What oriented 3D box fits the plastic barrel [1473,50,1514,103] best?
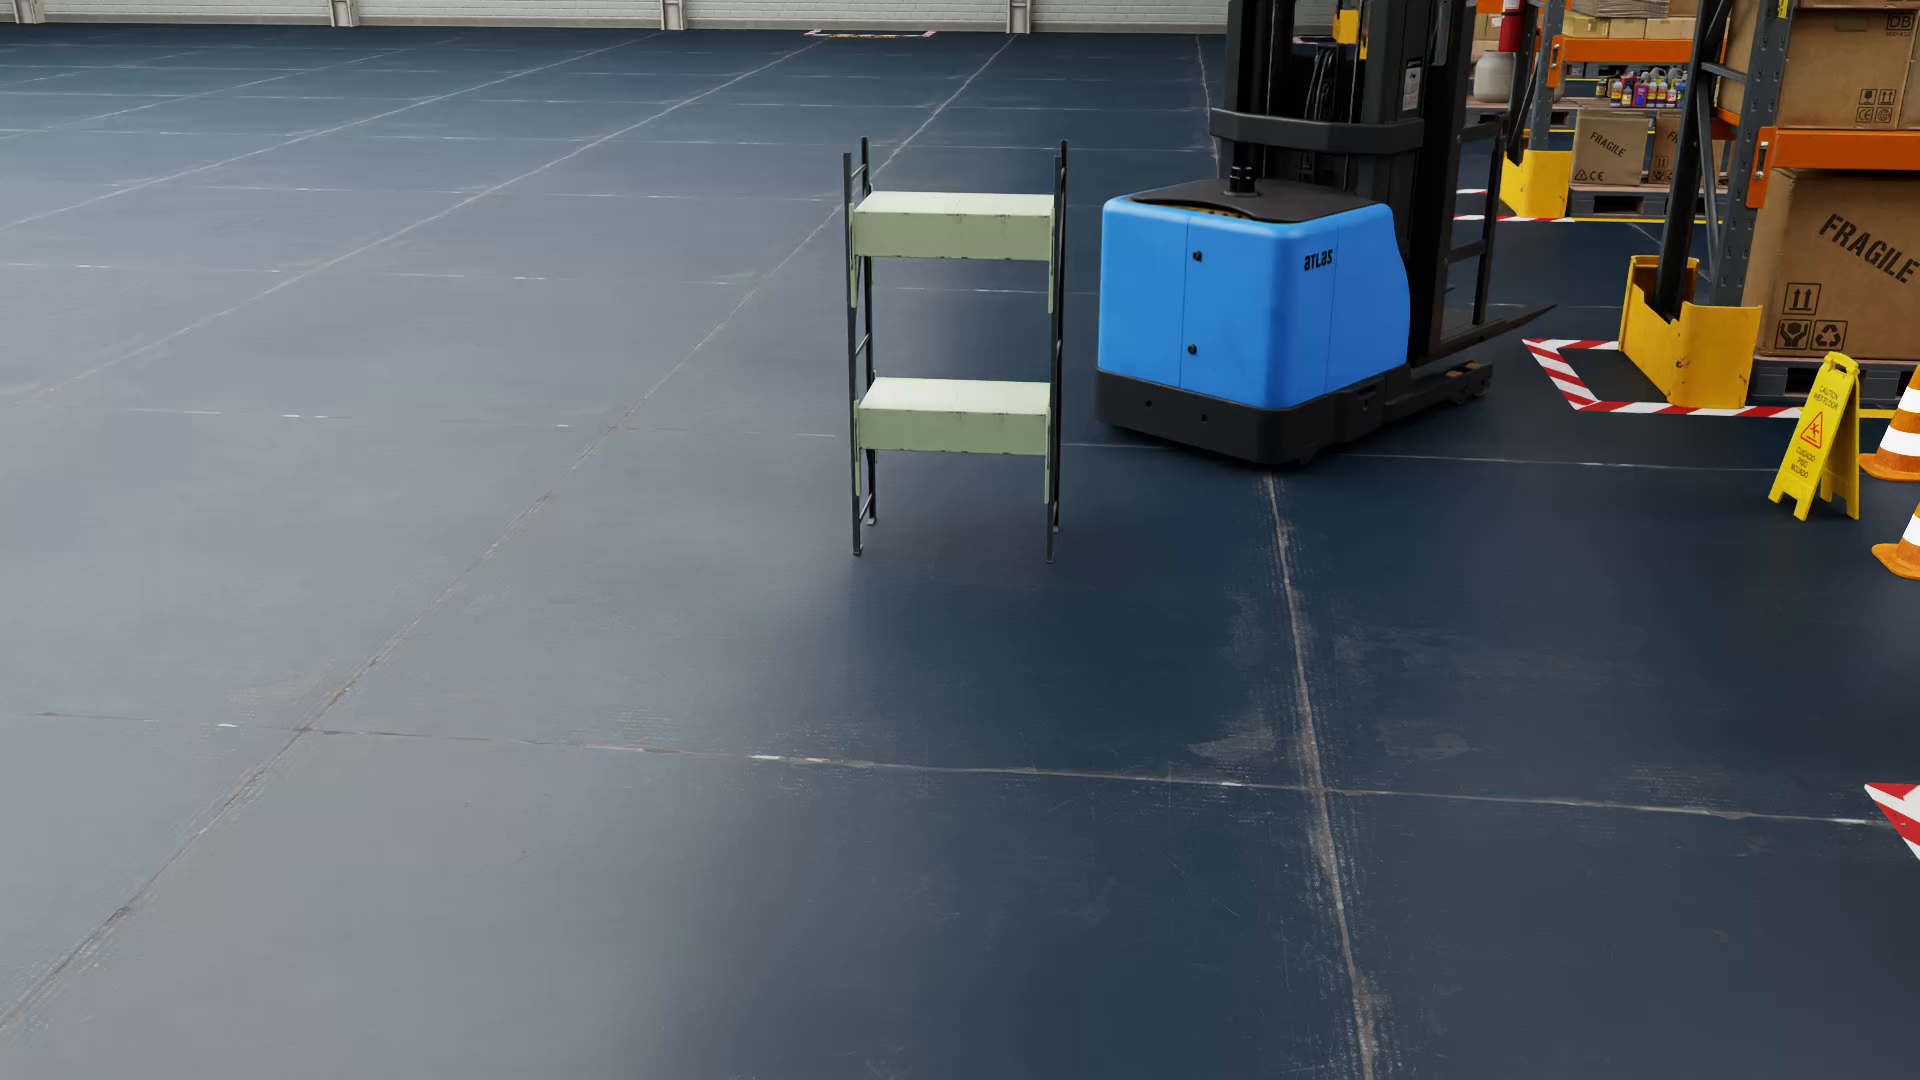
[{"bbox_3d":[5.657,-4.895,17.555,0.421,0.512,0.421,0,22,0],"label":"plastic barrel"}]

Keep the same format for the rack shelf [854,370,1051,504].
[{"bbox_3d":[-0.007,-0.395,6.285,0.720,0.370,0.431,2,22,6],"label":"rack shelf"}]

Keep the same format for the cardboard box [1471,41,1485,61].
[{"bbox_3d":[6.584,-6.458,21.863,0.500,0.250,0.500,2,22,6],"label":"cardboard box"}]

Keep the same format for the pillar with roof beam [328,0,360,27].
[{"bbox_3d":[-11.424,-11.757,23.939,0.400,9.000,9.100,2,22,6],"label":"pillar with roof beam"}]

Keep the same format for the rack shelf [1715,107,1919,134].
[{"bbox_3d":[5.713,-1.946,7.897,3.809,0.052,0.919,2,22,6],"label":"rack shelf"}]

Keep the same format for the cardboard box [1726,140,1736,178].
[{"bbox_3d":[6.247,-3.001,12.781,0.500,0.500,0.500,5,22,11],"label":"cardboard box"}]

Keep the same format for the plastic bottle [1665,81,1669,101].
[{"bbox_3d":[7.449,-4.763,17.615,0.097,0.201,0.097,0,22,0],"label":"plastic bottle"}]

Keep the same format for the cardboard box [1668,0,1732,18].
[{"bbox_3d":[5.465,-4.222,12.499,0.500,0.500,0.875,2,22,6],"label":"cardboard box"}]

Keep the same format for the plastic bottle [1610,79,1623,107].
[{"bbox_3d":[6.758,-4.601,17.110,0.097,0.271,0.097,0,22,0],"label":"plastic bottle"}]

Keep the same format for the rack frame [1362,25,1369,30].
[{"bbox_3d":[7.038,-8.126,26.708,1.213,0.211,1.003,2,22,6],"label":"rack frame"}]

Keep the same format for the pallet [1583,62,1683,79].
[{"bbox_3d":[8.768,-6.246,21.951,1.213,0.211,1.003,2,22,6],"label":"pallet"}]

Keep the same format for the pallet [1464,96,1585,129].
[{"bbox_3d":[5.881,-4.537,17.630,1.213,0.211,1.003,2,22,6],"label":"pallet"}]

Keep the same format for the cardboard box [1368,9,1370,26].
[{"bbox_3d":[6.837,-8.366,26.580,0.500,0.311,0.500,0,22,0],"label":"cardboard box"}]

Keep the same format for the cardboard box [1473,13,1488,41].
[{"bbox_3d":[9.523,-6.671,21.382,6.424,0.500,0.536,2,22,6],"label":"cardboard box"}]

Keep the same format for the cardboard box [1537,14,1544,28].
[{"bbox_3d":[7.577,-6.761,21.610,0.500,0.500,0.500,2,22,6],"label":"cardboard box"}]

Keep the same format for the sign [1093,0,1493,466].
[{"bbox_3d":[1.594,-1.933,7.485,2.025,2.768,2.177,2,22,6],"label":"sign"}]

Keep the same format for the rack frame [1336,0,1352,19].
[{"bbox_3d":[5.579,-8.976,21.245,0.127,5.808,10.885,2,22,6],"label":"rack frame"}]

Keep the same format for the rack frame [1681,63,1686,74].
[{"bbox_3d":[9.553,-7.493,21.312,0.127,3.000,1.000,2,22,6],"label":"rack frame"}]

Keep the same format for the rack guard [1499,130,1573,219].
[{"bbox_3d":[4.487,-2.883,13.053,0.348,0.500,1.175,2,22,6],"label":"rack guard"}]

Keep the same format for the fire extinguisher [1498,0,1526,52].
[{"bbox_3d":[4.352,-4.186,13.054,0.183,0.674,0.296,2,22,6],"label":"fire extinguisher"}]

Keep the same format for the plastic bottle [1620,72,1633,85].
[{"bbox_3d":[7.117,-4.855,17.747,0.135,0.276,0.152,3,22,7],"label":"plastic bottle"}]

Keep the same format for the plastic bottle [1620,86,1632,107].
[{"bbox_3d":[6.861,-4.564,17.112,0.097,0.201,0.097,0,22,0],"label":"plastic bottle"}]

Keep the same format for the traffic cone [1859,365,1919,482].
[{"bbox_3d":[4.088,-0.521,7.129,0.334,0.463,0.336,2,22,6],"label":"traffic cone"}]

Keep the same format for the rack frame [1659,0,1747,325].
[{"bbox_3d":[3.728,-2.244,8.035,0.053,2.616,0.949,2,22,6],"label":"rack frame"}]

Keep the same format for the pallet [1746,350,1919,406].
[{"bbox_3d":[4.531,-0.940,8.530,1.213,0.211,1.003,2,22,6],"label":"pallet"}]

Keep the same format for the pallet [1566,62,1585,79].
[{"bbox_3d":[7.553,-6.298,22.082,1.213,0.211,1.003,2,22,6],"label":"pallet"}]

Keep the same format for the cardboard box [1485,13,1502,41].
[{"bbox_3d":[7.082,-6.789,21.680,0.500,0.500,0.500,2,22,6],"label":"cardboard box"}]

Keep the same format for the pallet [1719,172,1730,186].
[{"bbox_3d":[6.498,-2.647,12.849,1.213,0.211,1.003,2,22,6],"label":"pallet"}]

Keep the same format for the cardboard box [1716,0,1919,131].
[{"bbox_3d":[4.101,-2.313,8.006,0.550,0.550,0.875,2,22,6],"label":"cardboard box"}]

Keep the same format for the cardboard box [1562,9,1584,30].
[{"bbox_3d":[4.719,-3.995,12.807,0.250,0.149,0.380,2,22,6],"label":"cardboard box"}]

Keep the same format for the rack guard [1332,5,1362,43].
[{"bbox_3d":[6.236,-8.309,26.776,0.348,0.500,1.175,2,22,6],"label":"rack guard"}]

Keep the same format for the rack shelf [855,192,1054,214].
[{"bbox_3d":[-0.007,-1.152,5.985,0.686,0.124,0.368,2,22,6],"label":"rack shelf"}]

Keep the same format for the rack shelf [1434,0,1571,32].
[{"bbox_3d":[6.980,-5.436,17.089,4.000,0.370,1.077,2,22,6],"label":"rack shelf"}]

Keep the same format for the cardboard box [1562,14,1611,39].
[{"bbox_3d":[4.666,-3.833,12.397,0.250,0.149,0.380,2,22,6],"label":"cardboard box"}]

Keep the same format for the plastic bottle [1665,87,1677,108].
[{"bbox_3d":[7.296,-4.545,17.064,0.097,0.201,0.097,0,22,0],"label":"plastic bottle"}]

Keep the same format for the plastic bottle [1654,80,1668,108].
[{"bbox_3d":[7.198,-4.582,17.062,0.097,0.271,0.097,0,22,0],"label":"plastic bottle"}]

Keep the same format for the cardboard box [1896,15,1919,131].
[{"bbox_3d":[4.650,-2.297,7.966,0.550,0.550,0.875,2,22,6],"label":"cardboard box"}]

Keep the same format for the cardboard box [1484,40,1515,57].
[{"bbox_3d":[7.081,-6.436,21.808,0.500,0.250,0.500,2,22,6],"label":"cardboard box"}]

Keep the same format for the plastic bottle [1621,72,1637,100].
[{"bbox_3d":[7.105,-4.820,17.647,0.133,0.283,0.061,2,22,6],"label":"plastic bottle"}]

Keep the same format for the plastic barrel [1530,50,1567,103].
[{"bbox_3d":[6.155,-4.874,17.500,0.421,0.512,0.421,0,22,0],"label":"plastic barrel"}]

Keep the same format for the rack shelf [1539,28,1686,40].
[{"bbox_3d":[6.397,-3.752,12.466,3.809,0.052,0.919,2,22,6],"label":"rack shelf"}]

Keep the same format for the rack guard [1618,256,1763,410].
[{"bbox_3d":[3.703,-1.081,8.495,0.348,0.500,1.175,2,22,6],"label":"rack guard"}]

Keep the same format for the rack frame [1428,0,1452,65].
[{"bbox_3d":[4.994,-5.857,17.176,0.127,3.000,1.000,2,22,6],"label":"rack frame"}]

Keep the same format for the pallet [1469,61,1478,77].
[{"bbox_3d":[6.345,-6.351,22.218,1.213,0.211,1.003,2,22,6],"label":"pallet"}]

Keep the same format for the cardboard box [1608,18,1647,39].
[{"bbox_3d":[4.912,-3.815,12.352,0.250,0.149,0.380,2,22,6],"label":"cardboard box"}]

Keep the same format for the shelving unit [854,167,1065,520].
[{"bbox_3d":[-0.001,-0.698,6.164,0.731,1.308,0.431,2,22,6],"label":"shelving unit"}]

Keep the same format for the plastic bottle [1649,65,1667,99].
[{"bbox_3d":[7.419,-4.878,17.703,0.185,0.351,0.144,3,22,9],"label":"plastic bottle"}]

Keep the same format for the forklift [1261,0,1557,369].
[{"bbox_3d":[1.995,-2.135,7.854,1.121,2.935,3.031,19,29,40],"label":"forklift"}]

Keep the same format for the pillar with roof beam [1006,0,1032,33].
[{"bbox_3d":[0.492,-11.238,22.625,0.400,9.000,9.100,2,22,6],"label":"pillar with roof beam"}]

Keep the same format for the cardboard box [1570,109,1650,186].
[{"bbox_3d":[5.029,-3.049,12.900,0.500,0.500,0.500,7,23,16],"label":"cardboard box"}]

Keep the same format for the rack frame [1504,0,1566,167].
[{"bbox_3d":[4.411,-4.049,12.602,0.127,3.000,1.000,2,22,6],"label":"rack frame"}]

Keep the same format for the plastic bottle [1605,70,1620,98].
[{"bbox_3d":[6.988,-4.881,17.802,0.133,0.283,0.061,3,22,8],"label":"plastic bottle"}]

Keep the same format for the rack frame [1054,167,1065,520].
[{"bbox_3d":[0.357,-0.681,6.124,0.010,1.308,0.380,2,22,6],"label":"rack frame"}]
